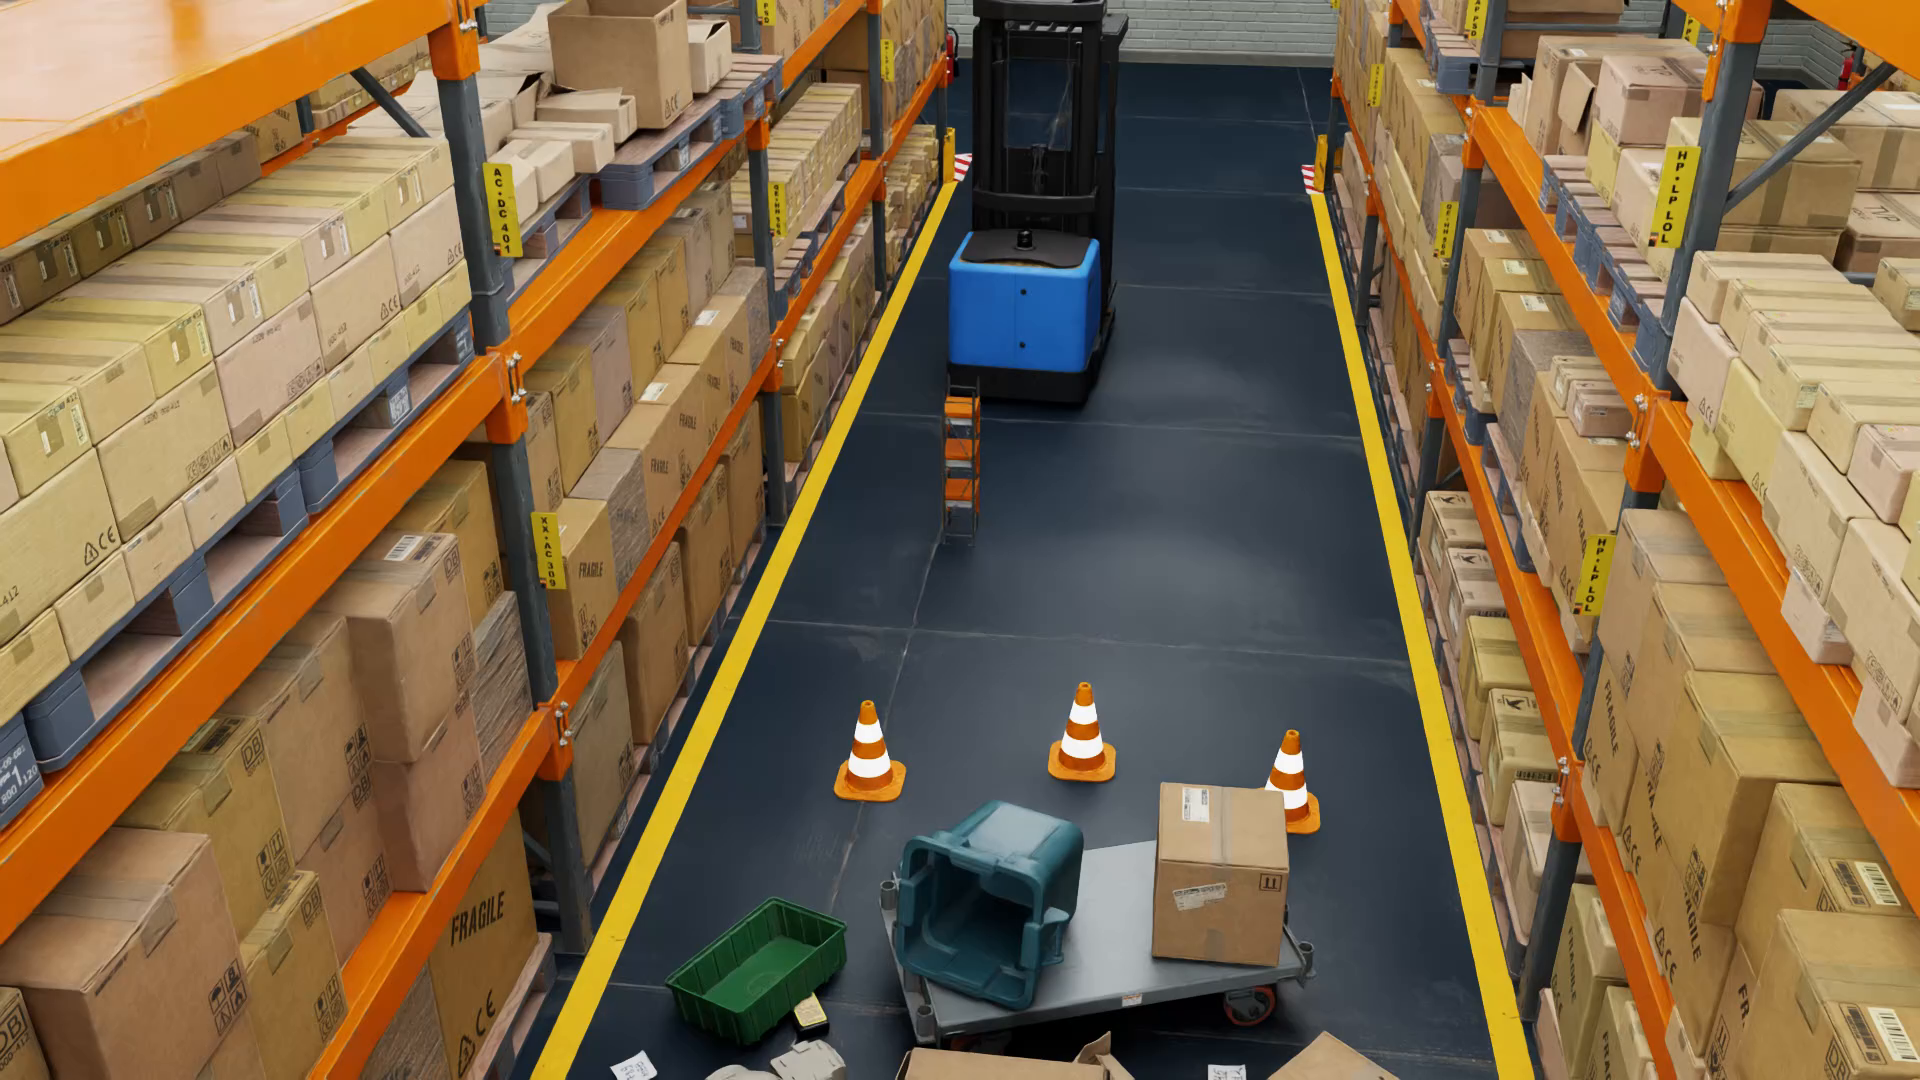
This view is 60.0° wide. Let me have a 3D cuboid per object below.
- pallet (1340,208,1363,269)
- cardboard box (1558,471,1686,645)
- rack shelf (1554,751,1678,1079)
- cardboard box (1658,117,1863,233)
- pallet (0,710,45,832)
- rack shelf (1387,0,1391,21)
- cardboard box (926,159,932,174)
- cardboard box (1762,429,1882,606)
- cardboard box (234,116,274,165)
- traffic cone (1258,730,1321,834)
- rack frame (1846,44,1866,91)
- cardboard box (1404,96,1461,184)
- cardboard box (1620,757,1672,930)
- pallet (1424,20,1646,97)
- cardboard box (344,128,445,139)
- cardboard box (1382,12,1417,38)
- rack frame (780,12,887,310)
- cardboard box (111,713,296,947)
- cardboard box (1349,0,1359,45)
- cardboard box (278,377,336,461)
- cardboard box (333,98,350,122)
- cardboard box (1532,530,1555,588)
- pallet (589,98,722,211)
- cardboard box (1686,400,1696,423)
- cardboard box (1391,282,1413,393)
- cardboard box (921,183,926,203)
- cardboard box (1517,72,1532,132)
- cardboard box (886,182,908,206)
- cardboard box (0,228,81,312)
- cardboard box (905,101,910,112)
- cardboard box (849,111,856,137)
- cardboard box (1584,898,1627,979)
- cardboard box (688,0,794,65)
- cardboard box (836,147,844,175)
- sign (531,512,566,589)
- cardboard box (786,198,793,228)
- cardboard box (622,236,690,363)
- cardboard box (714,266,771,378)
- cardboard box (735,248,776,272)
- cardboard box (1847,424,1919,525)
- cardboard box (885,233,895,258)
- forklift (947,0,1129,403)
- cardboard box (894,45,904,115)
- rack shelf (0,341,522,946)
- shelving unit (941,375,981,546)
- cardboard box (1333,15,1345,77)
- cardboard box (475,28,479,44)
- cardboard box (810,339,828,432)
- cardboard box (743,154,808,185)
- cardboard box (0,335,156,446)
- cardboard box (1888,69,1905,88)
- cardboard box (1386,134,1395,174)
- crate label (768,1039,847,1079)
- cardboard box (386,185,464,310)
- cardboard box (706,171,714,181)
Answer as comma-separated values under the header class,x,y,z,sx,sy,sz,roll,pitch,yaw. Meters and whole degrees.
class,x,y,z,sx,sy,sz,roll,pitch,yaw
pallet,4.112,-2.801,15.518,1.003,0.211,1.213,3,28,6
cardboard box,2.643,0.076,6.376,0.500,0.500,0.500,3,28,5
rack shelf,2.569,1.925,4.565,1.077,0.370,4.000,3,28,6
cardboard box,2.759,-1.273,5.768,0.500,0.250,0.500,4,29,7
pallet,-2.520,0.678,3.051,1.003,0.211,1.213,3,28,6
rack shelf,4.040,-5.044,14.338,1.077,0.370,4.000,3,28,6
cardboard box,-0.484,-3.773,16.632,0.380,0.149,0.250,2,28,4
cardboard box,2.360,-0.049,4.153,0.500,0.250,0.500,4,29,7
cardboard box,-5.894,-3.250,13.307,0.500,0.500,0.500,4,29,8
traffic cone,1.577,1.119,7.978,0.336,0.463,0.334,3,28,6
rack frame,9.211,-4.695,16.094,1.000,3.000,0.127,3,28,6
cardboard box,3.300,-2.672,11.179,0.500,0.500,0.500,3,28,5
cardboard box,2.445,0.920,5.252,0.500,0.500,0.500,3,28,6
pallet,3.331,-2.760,9.538,1.213,0.211,1.003,5,29,9
cardboard box,-2.183,-1.399,6.423,0.500,0.250,0.500,4,29,7
cardboard box,3.516,-4.032,13.020,0.380,0.149,0.250,3,28,5
rack frame,-1.131,-3.339,13.577,1.000,3.000,0.127,3,28,6
cardboard box,-2.402,0.819,4.563,0.875,0.550,0.500,3,28,6
cardboard box,3.831,-4.770,15.074,0.500,0.500,0.500,3,28,6
cardboard box,-1.962,-0.344,4.572,0.380,0.149,0.250,4,29,7
cardboard box,-5.642,-3.808,14.712,0.380,0.149,0.250,2,28,5
cardboard box,2.649,0.088,7.039,0.380,0.149,0.250,3,28,5
pallet,-1.781,-1.861,7.870,1.003,0.211,1.213,5,29,9
cardboard box,2.530,-0.409,5.241,0.380,0.149,0.250,3,28,5
cardboard box,3.695,-1.626,12.195,0.875,0.875,0.875,4,29,8
cardboard box,-0.533,-3.405,16.262,0.380,0.149,0.250,2,28,4
cardboard box,3.066,-2.219,8.477,0.396,0.266,0.258,3,28,6
cardboard box,-0.686,-3.168,15.196,0.380,0.149,0.250,4,29,7
cardboard box,-2.616,-0.732,4.451,0.380,0.149,0.250,4,29,7
cardboard box,-0.658,-3.965,15.005,0.380,0.149,0.250,5,29,8
cardboard box,-1.014,-3.221,12.867,0.380,0.149,0.250,4,29,7
cardboard box,2.399,1.394,5.773,0.380,0.149,0.250,4,29,7
cardboard box,-1.287,-3.074,9.817,0.500,0.500,0.500,3,28,6
cardboard box,-1.077,-2.857,12.505,0.380,0.149,0.250,2,28,4
sign,-1.560,0.042,6.305,0.100,0.325,0.005,3,28,6
cardboard box,-1.302,-2.131,10.843,0.380,0.149,0.250,2,28,5
cardboard box,-1.807,-1.250,8.540,0.700,0.500,0.500,3,28,5
cardboard box,-1.409,-1.273,9.636,0.500,0.500,0.500,3,28,6
cardboard box,-1.366,-1.729,10.411,0.380,0.149,0.250,3,28,5
cardboard box,2.347,-0.149,3.917,0.380,0.149,0.250,3,28,5
cardboard box,-0.769,-2.552,14.366,0.380,0.149,0.250,5,29,9
forklift,0.683,-2.982,12.986,1.130,2.935,3.031,5,29,10
cardboard box,-0.766,-3.966,14.322,0.500,0.500,0.500,3,28,6
rack shelf,-2.356,0.364,4.299,1.077,0.370,4.000,3,28,6
shelving unit,0.007,-0.487,10.340,0.215,1.050,0.252,3,28,6
cardboard box,3.941,-4.817,16.214,0.500,0.500,0.500,3,28,6
cardboard box,-5.267,-5.260,17.408,0.380,0.149,0.250,4,29,7
cardboard box,-1.223,-1.096,11.606,0.500,0.500,0.500,4,29,7
cardboard box,-1.243,-2.493,11.201,0.380,0.149,0.250,5,29,9
cardboard box,-2.056,-0.338,3.720,0.380,0.149,0.250,4,29,7
cardboard box,8.827,-4.325,15.252,0.500,0.250,0.500,4,29,7
cardboard box,3.425,-2.815,12.236,0.500,0.250,0.500,4,29,7
crate label,-0.603,2.095,6.509,0.298,0.136,0.250,-17,33,-29
cardboard box,-1.916,-0.941,5.260,0.500,0.250,0.500,3,28,6
cardboard box,-1.886,-2.530,11.271,0.380,0.149,0.250,3,28,6
